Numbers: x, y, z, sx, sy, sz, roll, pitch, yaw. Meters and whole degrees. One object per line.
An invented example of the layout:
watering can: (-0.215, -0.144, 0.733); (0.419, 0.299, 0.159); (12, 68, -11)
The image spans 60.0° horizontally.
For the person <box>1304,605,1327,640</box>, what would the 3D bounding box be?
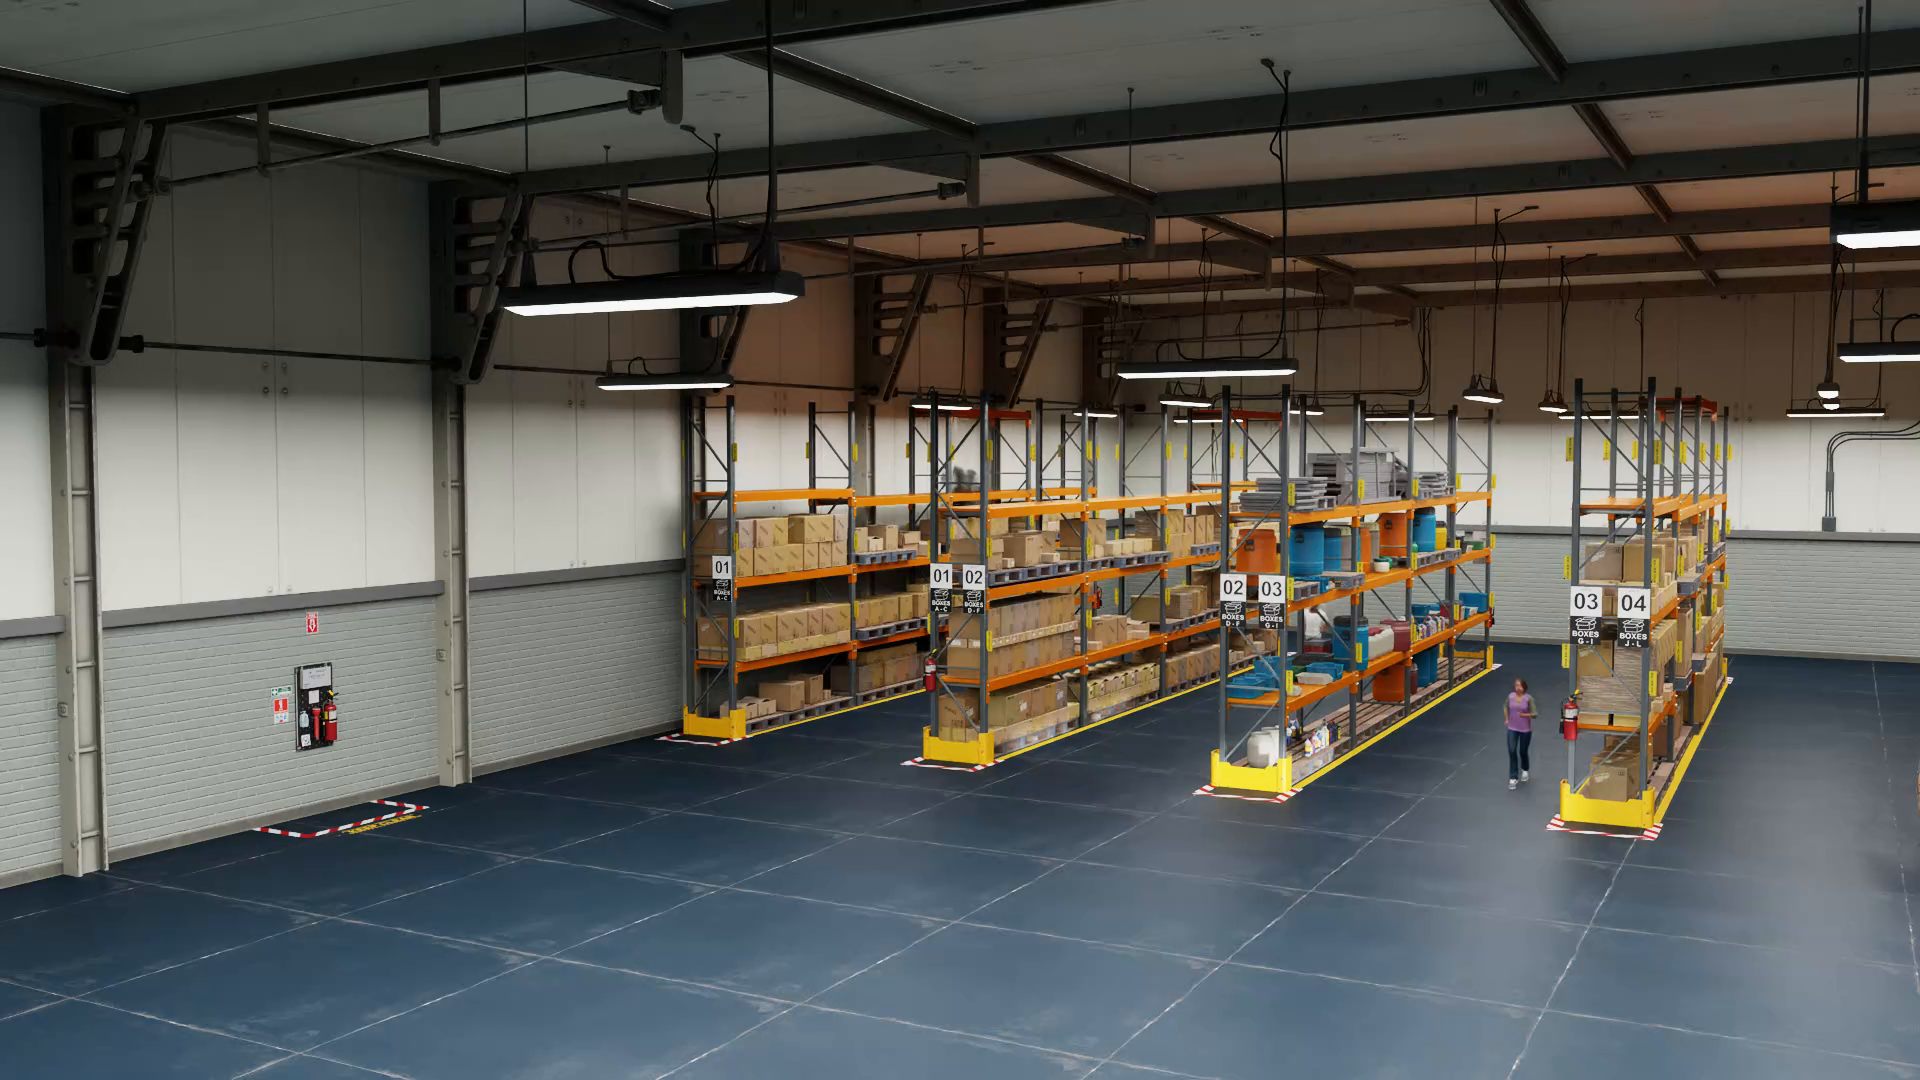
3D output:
person: (7.941, 2.155, 37.493); (0.675, 1.720, 0.583); (1, 3, 12)

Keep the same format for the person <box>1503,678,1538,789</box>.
person: (8.374, 2.869, 24.890); (0.532, 1.609, 0.781); (2, 3, 27)
